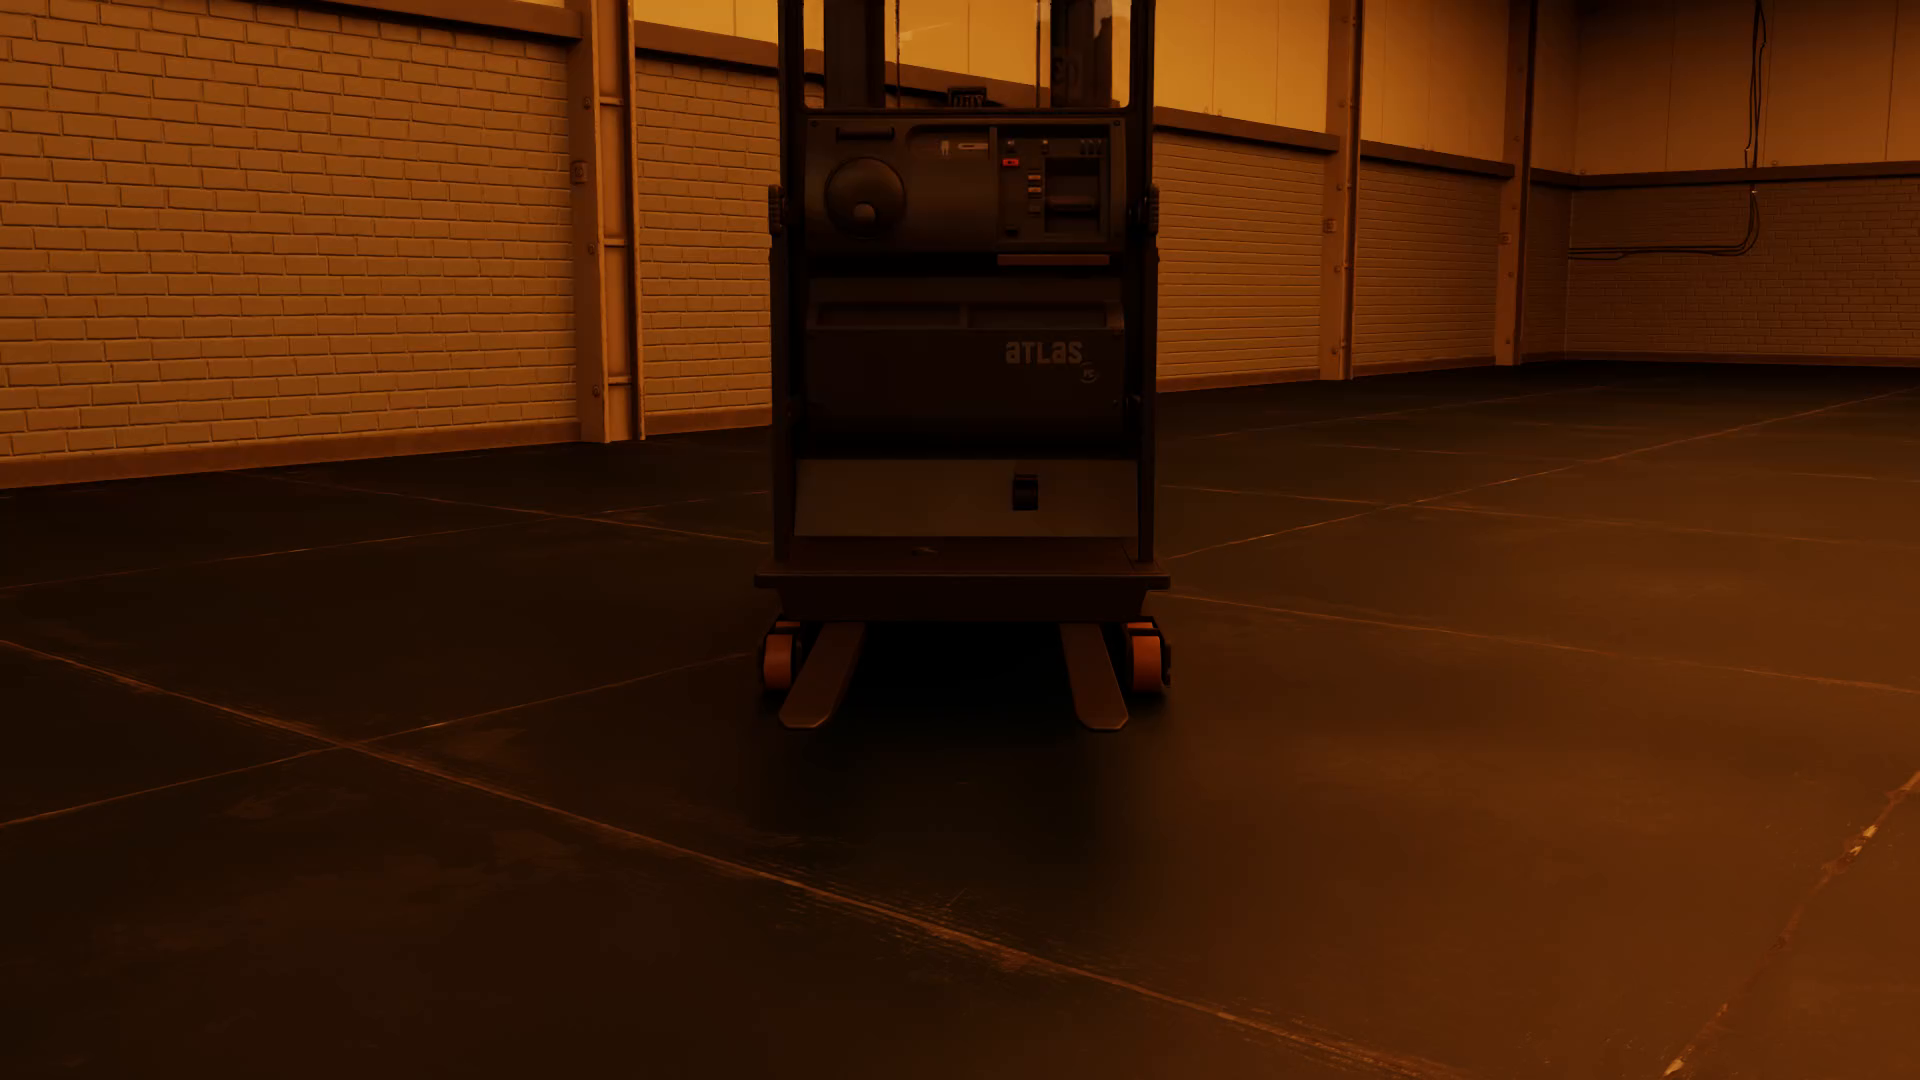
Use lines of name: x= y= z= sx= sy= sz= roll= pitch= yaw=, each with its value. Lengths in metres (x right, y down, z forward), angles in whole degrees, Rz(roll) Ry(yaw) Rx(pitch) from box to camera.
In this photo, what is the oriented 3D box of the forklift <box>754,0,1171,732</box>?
forklift: x=0.014 y=-1.074 z=4.625 sx=1.130 sy=2.935 sz=3.031 roll=0 pitch=8 yaw=1
